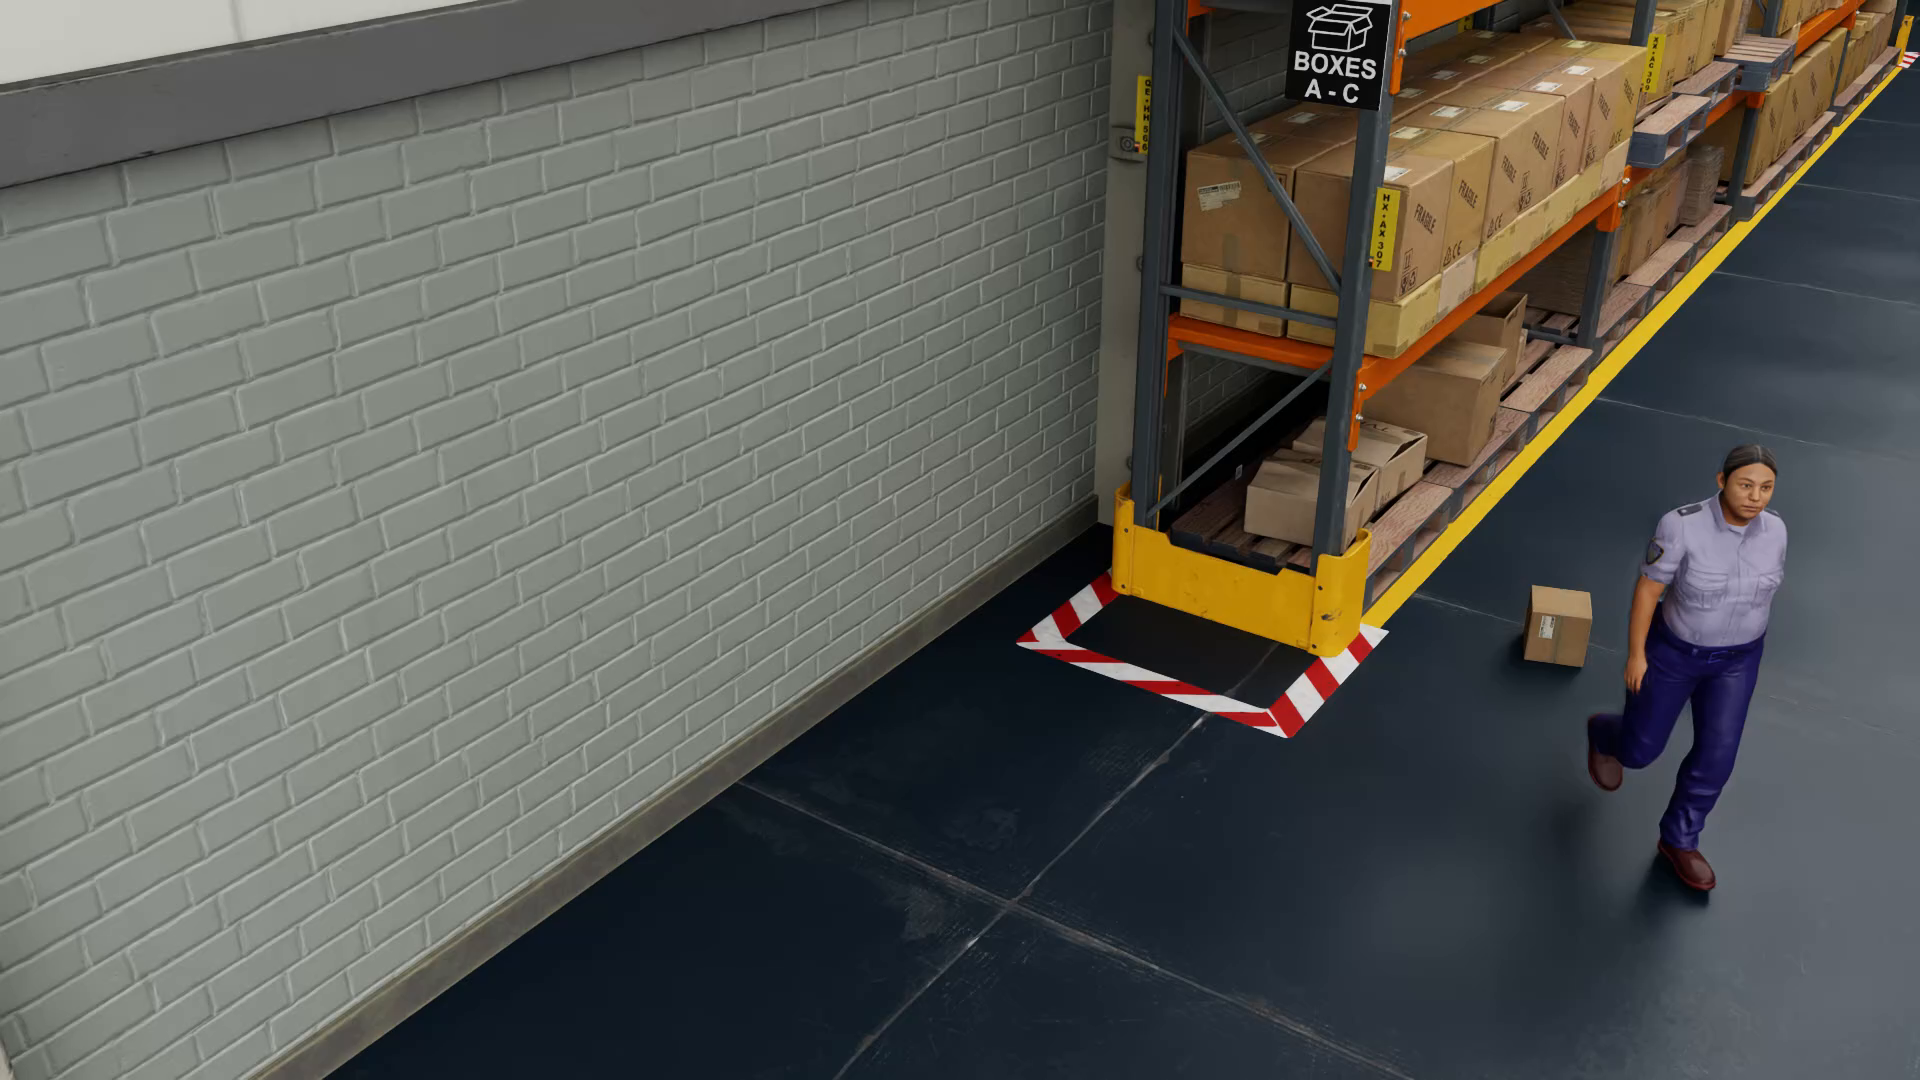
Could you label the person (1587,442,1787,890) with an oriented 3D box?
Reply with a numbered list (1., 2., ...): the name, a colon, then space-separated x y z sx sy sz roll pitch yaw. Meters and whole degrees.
1. person: 2.564 0.378 5.878 0.487 1.608 0.739 -1 27 -1
